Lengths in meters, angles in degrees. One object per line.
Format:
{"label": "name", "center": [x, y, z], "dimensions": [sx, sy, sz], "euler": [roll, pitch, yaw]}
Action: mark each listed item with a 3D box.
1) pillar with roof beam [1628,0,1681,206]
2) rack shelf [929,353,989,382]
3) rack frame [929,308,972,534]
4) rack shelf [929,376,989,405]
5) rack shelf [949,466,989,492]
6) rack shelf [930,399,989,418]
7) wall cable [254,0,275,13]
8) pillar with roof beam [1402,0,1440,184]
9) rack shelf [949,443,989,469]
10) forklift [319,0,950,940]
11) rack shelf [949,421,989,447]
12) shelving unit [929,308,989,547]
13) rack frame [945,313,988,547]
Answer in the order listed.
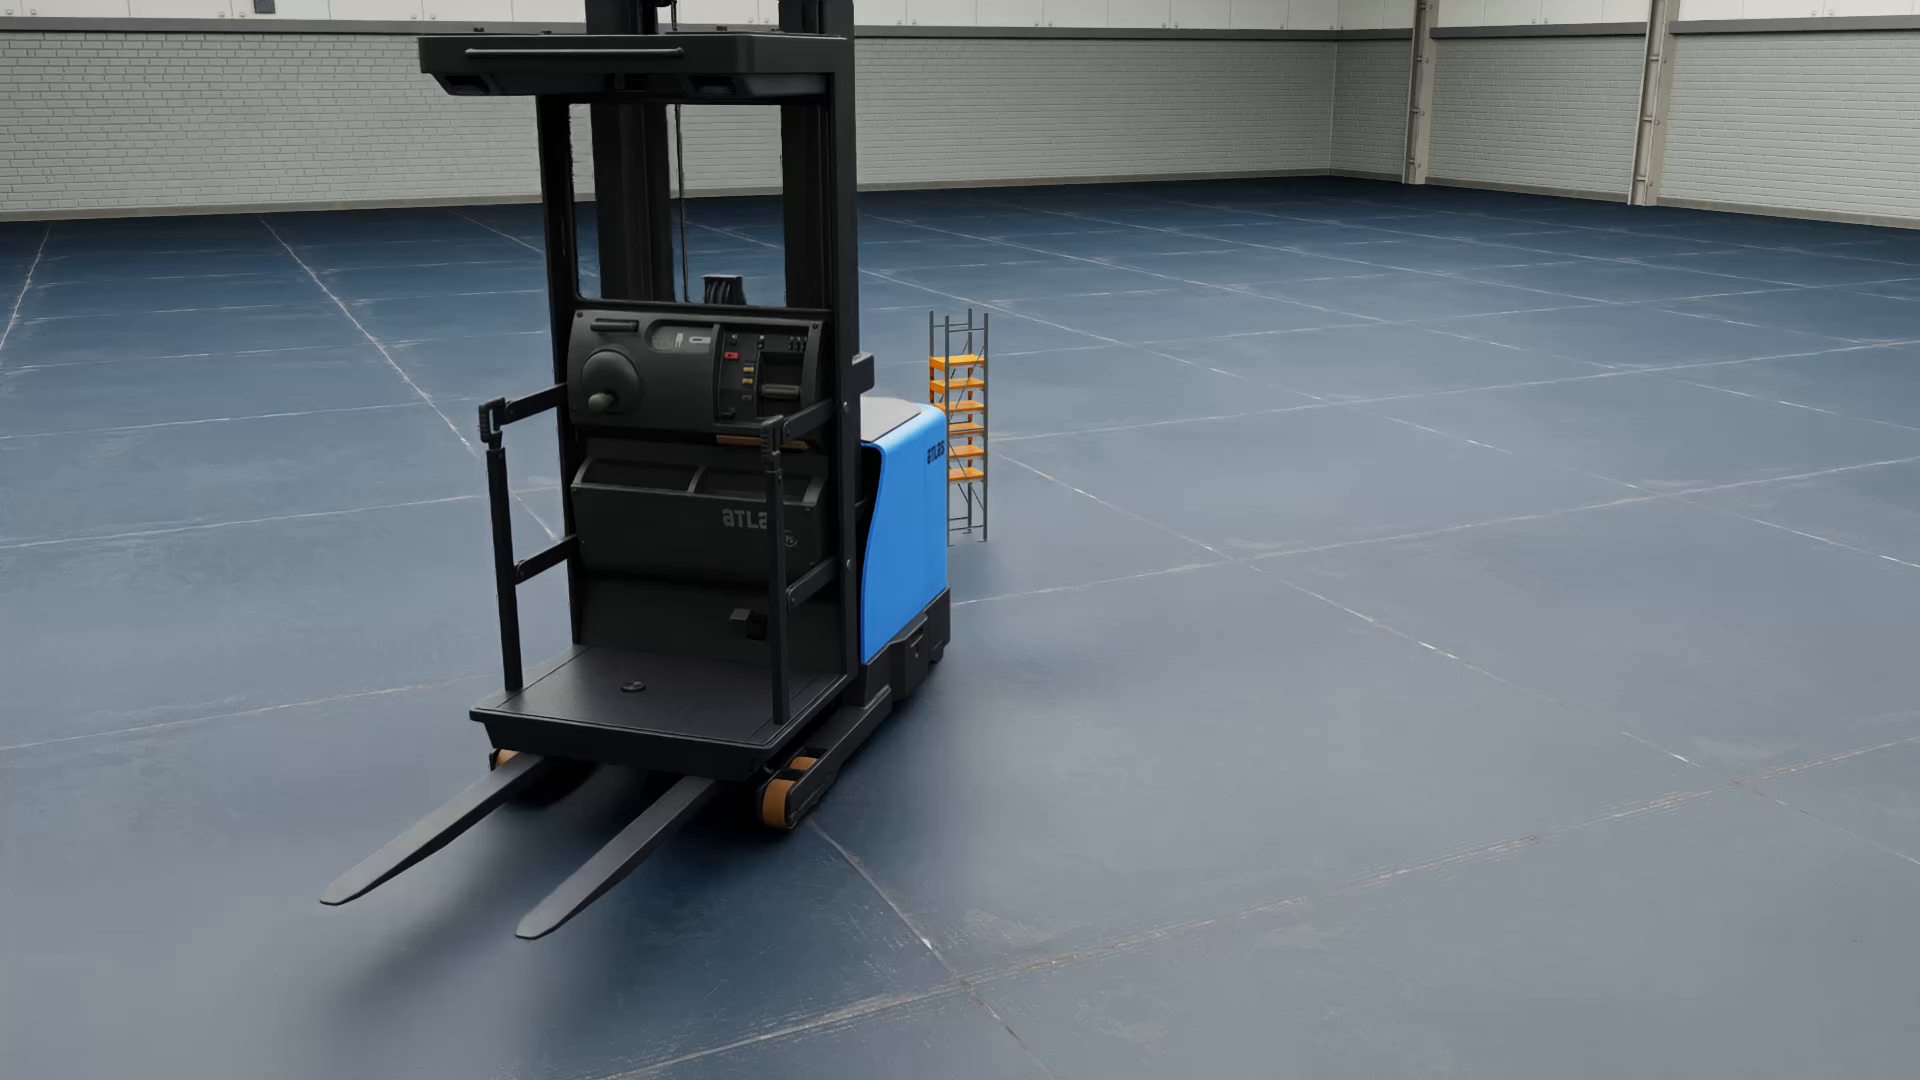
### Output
{"label": "pillar with roof beam", "center": [8.204, -9.737, 26.369], "dimensions": [9.100, 9.000, 0.400], "euler": [-8, 18, -25]}
{"label": "rack shelf", "center": [-0.006, -0.884, 8.511], "dimensions": [0.258, 0.103, 0.180], "euler": [-8, 18, -25]}
{"label": "rack frame", "center": [-0.046, -0.603, 8.677], "dimensions": [0.240, 1.200, 0.006], "euler": [-8, 18, -25]}
{"label": "rack shelf", "center": [-0.006, -0.768, 8.544], "dimensions": [0.258, 0.103, 0.180], "euler": [-8, 18, -25]}
{"label": "rack shelf", "center": [-0.006, -0.307, 8.676], "dimensions": [0.258, 0.103, 0.180], "euler": [-8, 18, -25]}
{"label": "rack shelf", "center": [-0.006, -0.653, 8.577], "dimensions": [0.258, 0.103, 0.180], "euler": [-8, 18, -25]}
{"label": "wall cable", "center": [-10.432, -11.607, 26.719], "dimensions": [2.305, 6.003, 0.169], "euler": [-8, 18, -25]}
{"label": "pillar with roof beam", "center": [5.575, -11.225, 31.553], "dimensions": [9.100, 9.000, 0.400], "euler": [-8, 18, -25]}
{"label": "rack shelf", "center": [-0.006, -0.422, 8.643], "dimensions": [0.258, 0.103, 0.180], "euler": [-8, 18, -25]}
{"label": "forklift", "center": [-0.970, -0.583, 5.469], "dimensions": [1.130, 2.935, 3.031], "euler": [5, 17, 17]}
{"label": "rack shelf", "center": [-0.006, -0.538, 8.610], "dimensions": [0.258, 0.103, 0.180], "euler": [-8, 18, -25]}
{"label": "shelving unit", "center": [-0.006, -0.580, 8.598], "dimensions": [0.258, 1.200, 0.189], "euler": [-8, 18, -25]}
{"label": "rack frame", "center": [0.034, -0.558, 8.519], "dimensions": [0.240, 1.200, 0.006], "euler": [-8, 18, -25]}
